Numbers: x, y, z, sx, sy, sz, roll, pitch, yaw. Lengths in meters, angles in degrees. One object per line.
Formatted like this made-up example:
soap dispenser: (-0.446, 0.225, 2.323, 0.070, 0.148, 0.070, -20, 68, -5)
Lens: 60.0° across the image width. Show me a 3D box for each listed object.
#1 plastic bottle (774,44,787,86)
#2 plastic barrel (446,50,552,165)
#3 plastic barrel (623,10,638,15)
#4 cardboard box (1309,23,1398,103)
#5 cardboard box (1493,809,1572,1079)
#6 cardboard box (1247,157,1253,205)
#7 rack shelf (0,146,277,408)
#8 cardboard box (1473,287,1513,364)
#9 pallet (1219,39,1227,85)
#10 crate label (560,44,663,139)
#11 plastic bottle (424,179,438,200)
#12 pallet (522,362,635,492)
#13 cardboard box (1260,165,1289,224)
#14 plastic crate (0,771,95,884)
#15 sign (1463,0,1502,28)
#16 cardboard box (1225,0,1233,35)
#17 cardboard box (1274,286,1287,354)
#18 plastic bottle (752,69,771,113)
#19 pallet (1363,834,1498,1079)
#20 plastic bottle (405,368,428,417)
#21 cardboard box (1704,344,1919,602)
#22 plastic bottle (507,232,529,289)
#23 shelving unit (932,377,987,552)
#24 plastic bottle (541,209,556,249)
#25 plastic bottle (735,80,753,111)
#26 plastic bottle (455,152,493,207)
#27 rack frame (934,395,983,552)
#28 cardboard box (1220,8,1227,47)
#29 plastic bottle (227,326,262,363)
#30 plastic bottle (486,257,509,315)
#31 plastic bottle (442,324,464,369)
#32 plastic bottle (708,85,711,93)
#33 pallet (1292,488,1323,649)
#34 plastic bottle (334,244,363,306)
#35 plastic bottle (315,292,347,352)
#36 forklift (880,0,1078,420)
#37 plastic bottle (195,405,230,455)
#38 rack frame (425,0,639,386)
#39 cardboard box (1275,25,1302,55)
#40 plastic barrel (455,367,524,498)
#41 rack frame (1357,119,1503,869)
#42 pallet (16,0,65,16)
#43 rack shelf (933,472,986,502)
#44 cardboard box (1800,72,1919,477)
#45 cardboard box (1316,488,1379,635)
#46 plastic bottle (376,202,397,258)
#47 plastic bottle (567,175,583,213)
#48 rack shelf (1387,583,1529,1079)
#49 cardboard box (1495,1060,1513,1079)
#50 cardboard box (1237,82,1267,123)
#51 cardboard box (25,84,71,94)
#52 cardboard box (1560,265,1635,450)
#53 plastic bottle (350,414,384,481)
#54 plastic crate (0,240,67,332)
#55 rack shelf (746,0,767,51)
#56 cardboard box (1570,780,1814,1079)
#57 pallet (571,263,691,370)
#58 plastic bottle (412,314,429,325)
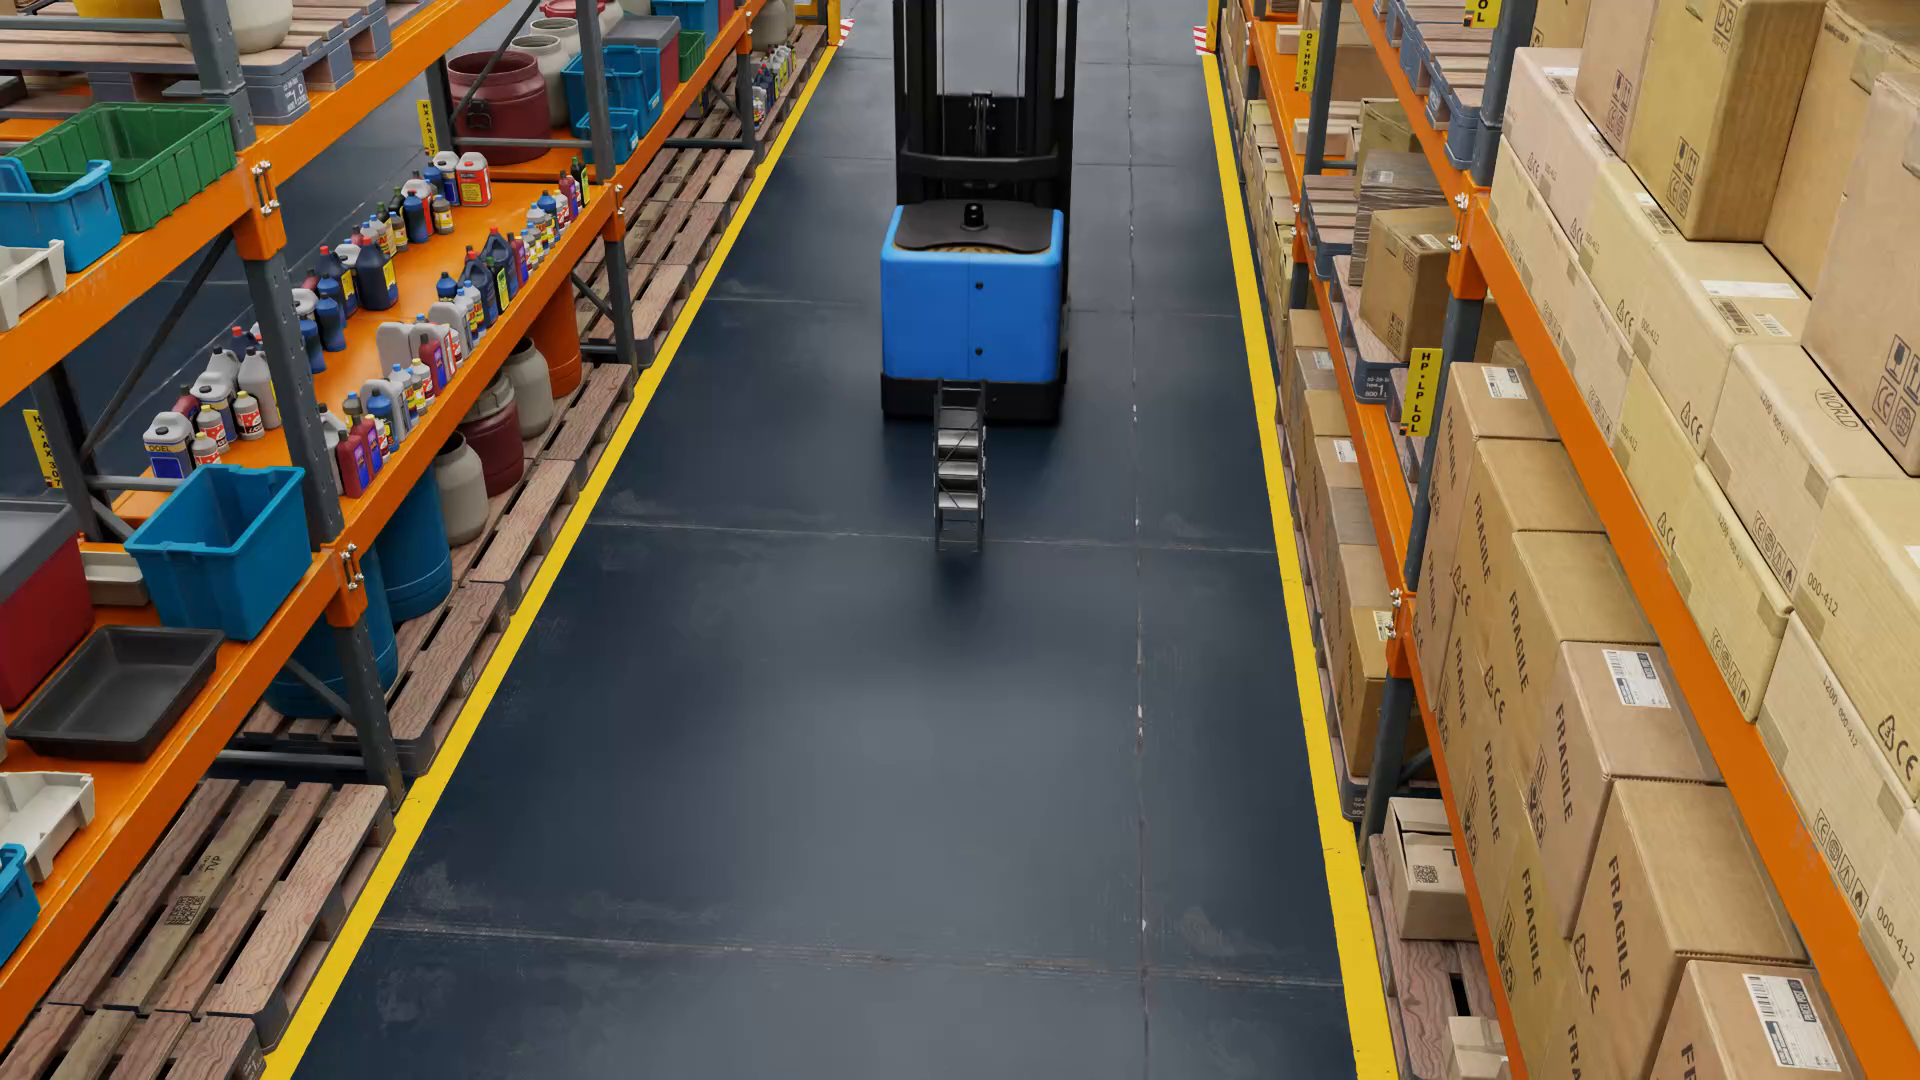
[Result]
plastic bottle: (-1.639, -4.258, 14.906, 0.144, 0.351, 0.185, 4, 32, 6)
plastic barrel: (-2.774, -2.598, 9.977, 0.600, 0.536, 0.708, 2, 32, 4)
plastic barrel: (-2.444, -3.632, 11.915, 0.301, 0.262, 0.301, 0, 32, 0)
cardboard box: (2.548, -2.991, 10.650, 0.500, 0.500, 0.500, 1, 32, 1)
cardboard box: (1.667, 1.028, 4.127, 0.500, 0.500, 0.500, 2, 32, 3)
cardboard box: (2.430, -2.703, 12.498, 0.500, 0.250, 0.500, 3, 32, 5)
rack shelf: (-2.998, -0.118, 3.908, 1.077, 0.370, 4.000, 2, 32, 4)
cardboard box: (2.356, -0.801, 6.695, 0.700, 0.500, 0.500, 7, 32, 12)
pallet: (3.058, -4.665, 16.119, 1.003, 0.211, 1.213, 2, 32, 4)
crate label: (-2.159, -2.807, 10.413, 0.502, 0.435, 0.616, 2, 32, 4)
plastic bottle: (-2.912, -1.877, 9.126, 0.097, 0.201, 0.097, 0, 32, 0)
pallet: (-2.532, -0.683, 9.657, 1.003, 0.211, 1.213, 2, 32, 4)
cardboard box: (2.347, -2.400, 11.471, 0.500, 0.311, 0.500, 3, 32, 5)
plastic crate: (-2.677, 0.817, 4.759, 0.293, 0.136, 0.466, 2, 32, 4)
sign: (1.548, -1.666, 4.867, 0.100, 0.325, 0.005, 2, 32, 4)
cardboard box: (2.774, -5.049, 15.590, 0.500, 0.500, 0.500, 2, 32, 4)
cardboard box: (2.227, -1.365, 10.326, 0.500, 0.250, 0.500, 3, 32, 5)
plastic bottle: (-1.704, -3.840, 14.227, 0.144, 0.351, 0.185, 3, 32, 5)
pallet: (2.045, 1.567, 6.006, 1.003, 0.211, 1.213, 2, 32, 4)
plastic bottle: (-2.343, -0.636, 7.112, 0.097, 0.201, 0.097, 0, 32, 0)
cardboard box: (1.648, -0.116, 2.886, 0.500, 0.250, 0.500, 2, 32, 4)
plastic bottle: (-2.210, -1.407, 8.286, 0.061, 0.283, 0.133, 2, 32, 4)
shelving unit: (-0.001, -0.379, 8.507, 0.258, 0.900, 0.210, 2, 32, 4)
plastic bottle: (-2.187, -1.637, 8.737, 0.097, 0.201, 0.097, 0, 32, 0)
plastic bottle: (-1.848, -3.846, 14.237, 0.144, 0.351, 0.185, 2, 32, 4)
plastic bottle: (-2.715, -2.013, 9.275, 0.152, 0.276, 0.135, 2, 32, 4)
rack frame: (-0.009, -0.326, 8.421, 0.240, 0.900, 0.006, 2, 32, 4)
cardboard box: (2.813, -4.991, 16.211, 0.500, 0.250, 0.500, 2, 32, 4)
plastic bottle: (-3.071, -0.763, 7.176, 0.144, 0.351, 0.185, 2, 32, 4)
plastic bottle: (-2.236, -1.241, 8.016, 0.061, 0.283, 0.133, 2, 32, 4)
plastic bottle: (-2.306, -0.878, 7.504, 0.097, 0.201, 0.097, 0, 32, 0)
plastic bottle: (-2.253, -4.106, 14.723, 0.061, 0.283, 0.133, 2, 32, 4)
pallet: (2.227, 0.141, 8.319, 1.003, 0.211, 1.213, 2, 32, 4)
plastic bottle: (-2.980, -1.294, 8.109, 0.152, 0.276, 0.135, 2, 32, 4)
plastic bottle: (-2.899, -1.009, 7.650, 0.097, 0.271, 0.097, 0, 32, 0)
forklift: (0.168, -2.698, 10.333, 1.130, 2.935, 3.031, 2, 32, 4)
plastic bottle: (-3.072, -0.457, 6.822, 0.097, 0.201, 0.097, 0, 32, 0)
rack frame: (-2.509, -2.284, 9.598, 1.000, 3.000, 0.127, 2, 32, 4)
cardboard box: (2.477, -3.601, 11.973, 0.380, 0.149, 0.250, 2, 32, 4)
plastic barrel: (-2.624, -0.589, 8.746, 0.600, 0.588, 0.708, 2, 32, 4)
rack frame: (2.101, 0.021, 5.857, 1.000, 3.000, 0.127, 2, 32, 4)
pallet: (-7.328, -4.112, 12.747, 1.003, 0.211, 1.213, 2, 32, 4)
rack shelf: (-0.001, -0.274, 8.572, 0.258, 0.077, 0.200, 2, 32, 4)
cardboard box: (1.860, -0.426, 2.675, 0.700, 0.500, 0.500, 2, 32, 4)
cardboard box: (1.946, 0.107, 7.680, 0.500, 0.500, 0.500, 3, 32, 5)
plastic bottle: (-2.980, -1.591, 8.585, 0.061, 0.283, 0.133, 2, 32, 4)
plastic bottle: (-2.145, -1.910, 9.180, 0.097, 0.201, 0.097, 0, 32, 0)
rack shelf: (1.939, 1.373, 4.349, 1.077, 0.370, 4.000, 2, 32, 4)
cardboard box: (1.954, 1.879, 4.802, 0.797, 0.503, 0.637, 2, 32, 4)
cardboard box: (2.623, -3.683, 14.088, 0.500, 0.250, 0.500, 2, 32, 4)
cardboard box: (-7.192, -3.390, 13.356, 0.700, 0.500, 0.500, 0, 32, 0)
cardboard box: (1.728, -0.426, 3.866, 0.500, 0.250, 0.500, 2, 32, 4)
plastic bottle: (-2.369, -0.386, 6.629, 0.061, 0.283, 0.133, 2, 32, 4)
plastic crate: (-2.559, -0.676, 4.380, 0.293, 0.136, 0.466, 2, 32, 4)
rack shelf: (-2.021, -5.115, 14.877, 1.077, 0.370, 4.000, 2, 32, 4)
cardboard box: (1.616, 0.864, 3.440, 0.500, 0.500, 0.500, 3, 32, 5)
pallet: (-2.408, -1.501, 10.984, 1.003, 0.211, 1.213, 2, 32, 4)
plastic bottle: (-2.449, -0.935, 7.597, 0.097, 0.201, 0.097, 0, 32, 0)
